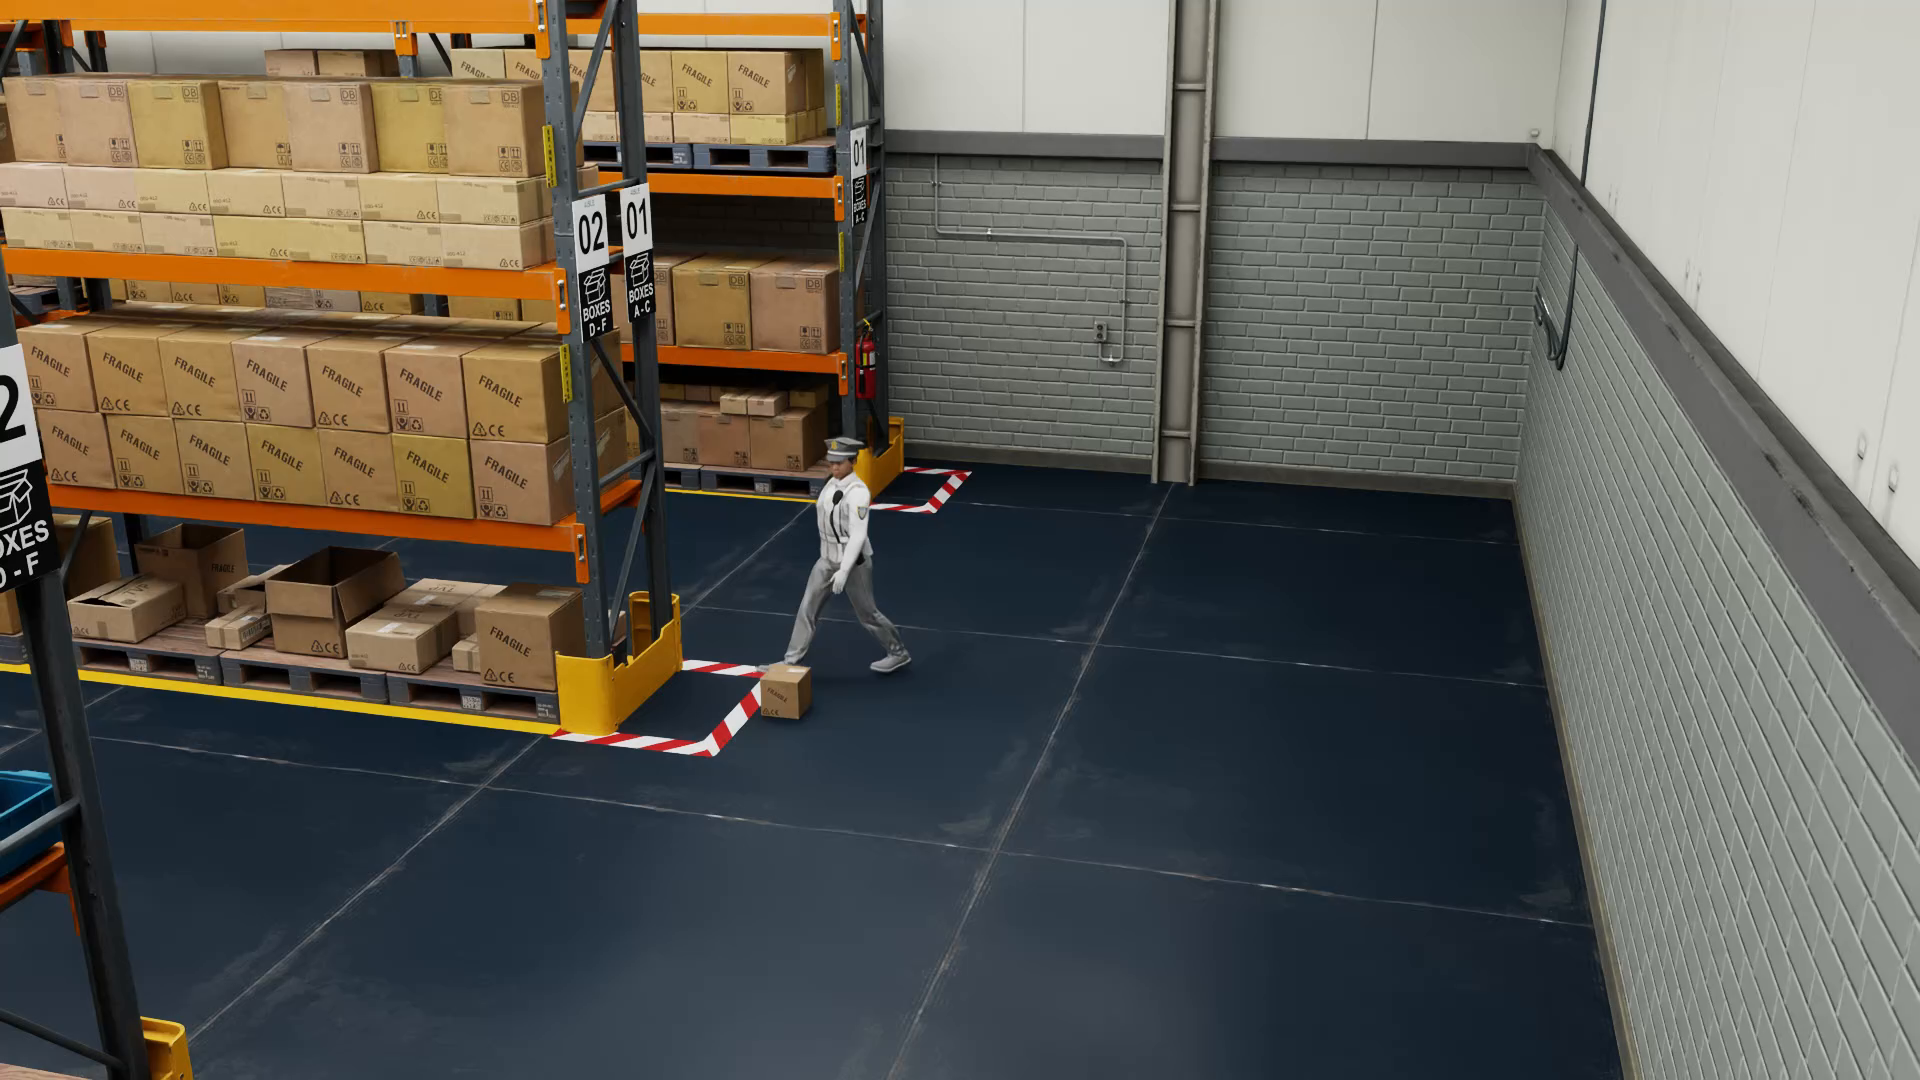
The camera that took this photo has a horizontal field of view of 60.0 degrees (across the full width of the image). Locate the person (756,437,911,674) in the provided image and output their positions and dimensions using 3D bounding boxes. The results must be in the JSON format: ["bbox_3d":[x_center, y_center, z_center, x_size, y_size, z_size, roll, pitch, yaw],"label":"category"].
[{"bbox_3d":[-0.817,0.136,10.648,1.004,1.605,0.515,-12,22,-33],"label":"person"}]
